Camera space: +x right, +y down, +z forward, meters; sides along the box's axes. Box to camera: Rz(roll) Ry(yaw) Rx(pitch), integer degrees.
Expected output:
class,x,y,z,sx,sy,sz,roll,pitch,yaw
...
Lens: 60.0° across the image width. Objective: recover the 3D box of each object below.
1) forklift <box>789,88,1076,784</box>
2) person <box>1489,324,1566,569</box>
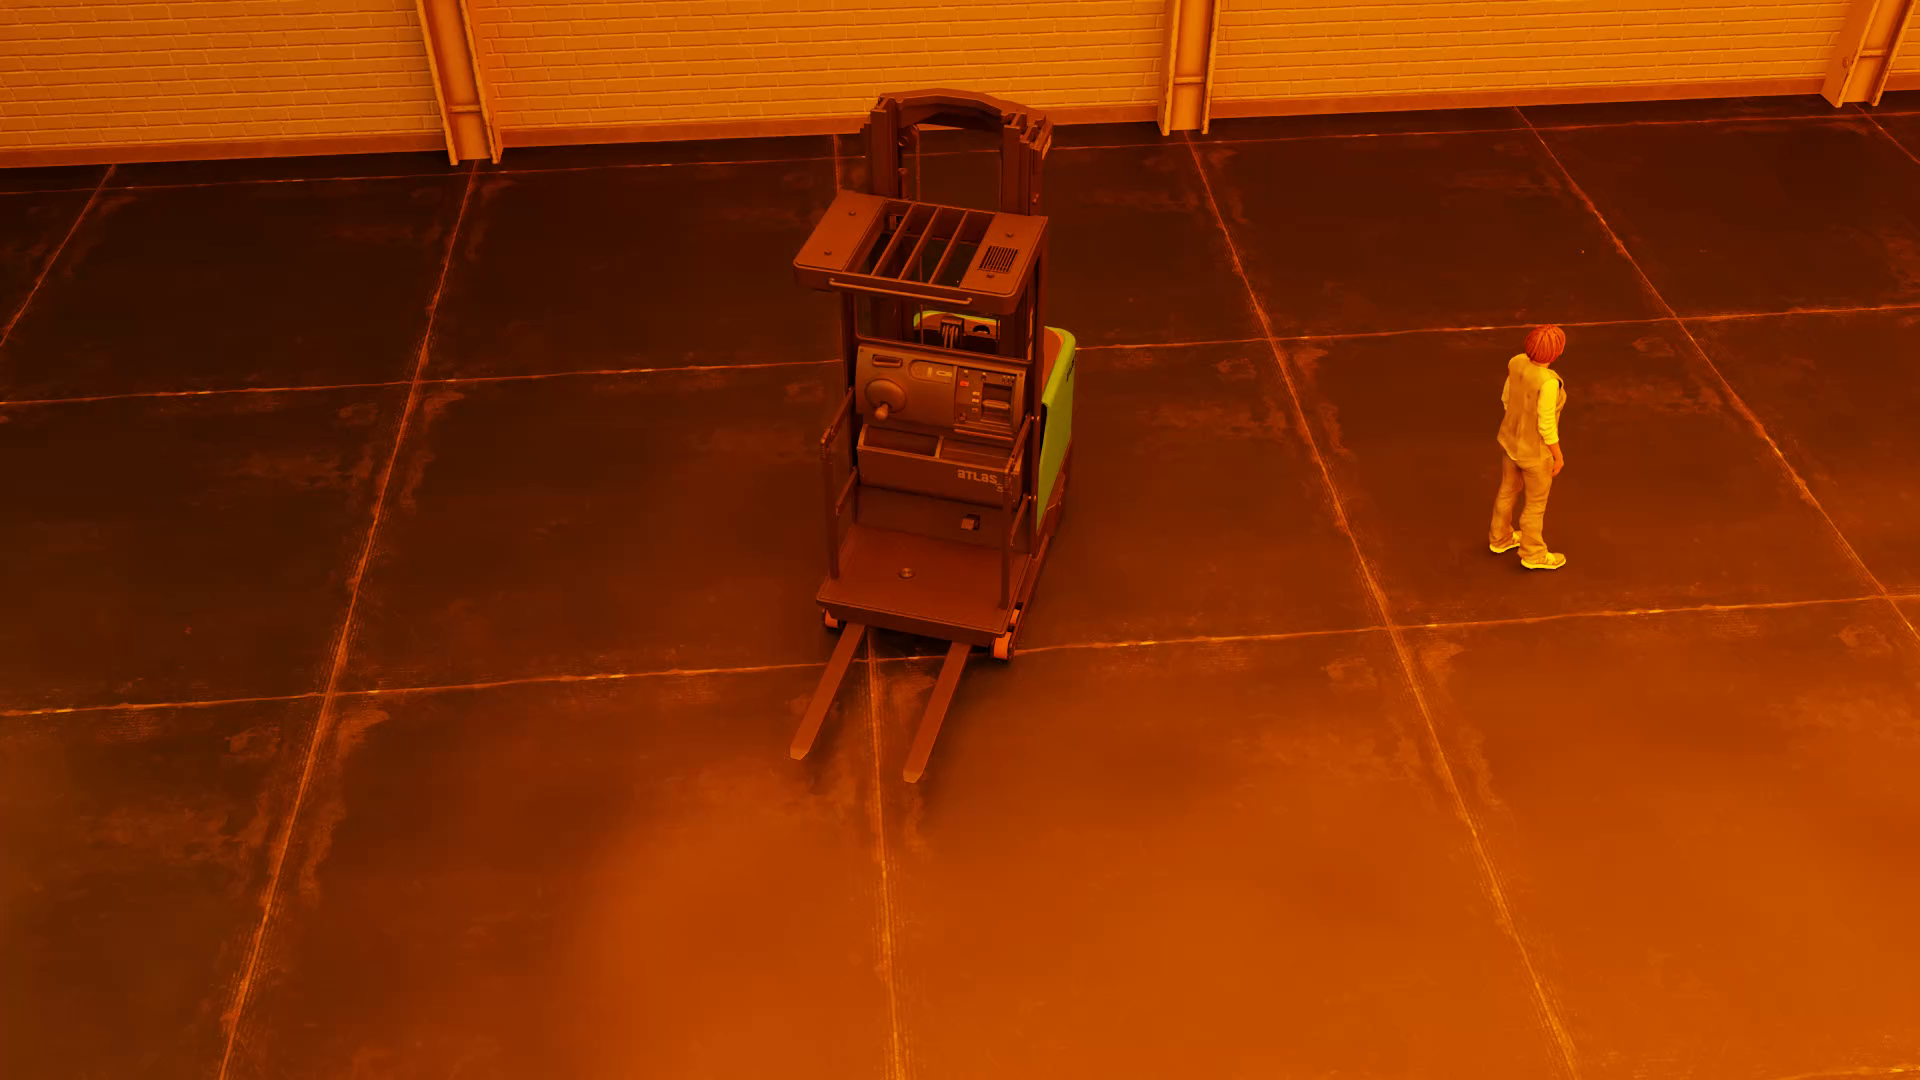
class,x,y,z,sx,sy,sz,roll,pitch,yaw
forklift,-0.162,-0.719,8.779,1.130,2.935,3.031,10,42,11
person,3.347,-0.558,9.605,0.472,1.600,0.521,-12,42,-14
